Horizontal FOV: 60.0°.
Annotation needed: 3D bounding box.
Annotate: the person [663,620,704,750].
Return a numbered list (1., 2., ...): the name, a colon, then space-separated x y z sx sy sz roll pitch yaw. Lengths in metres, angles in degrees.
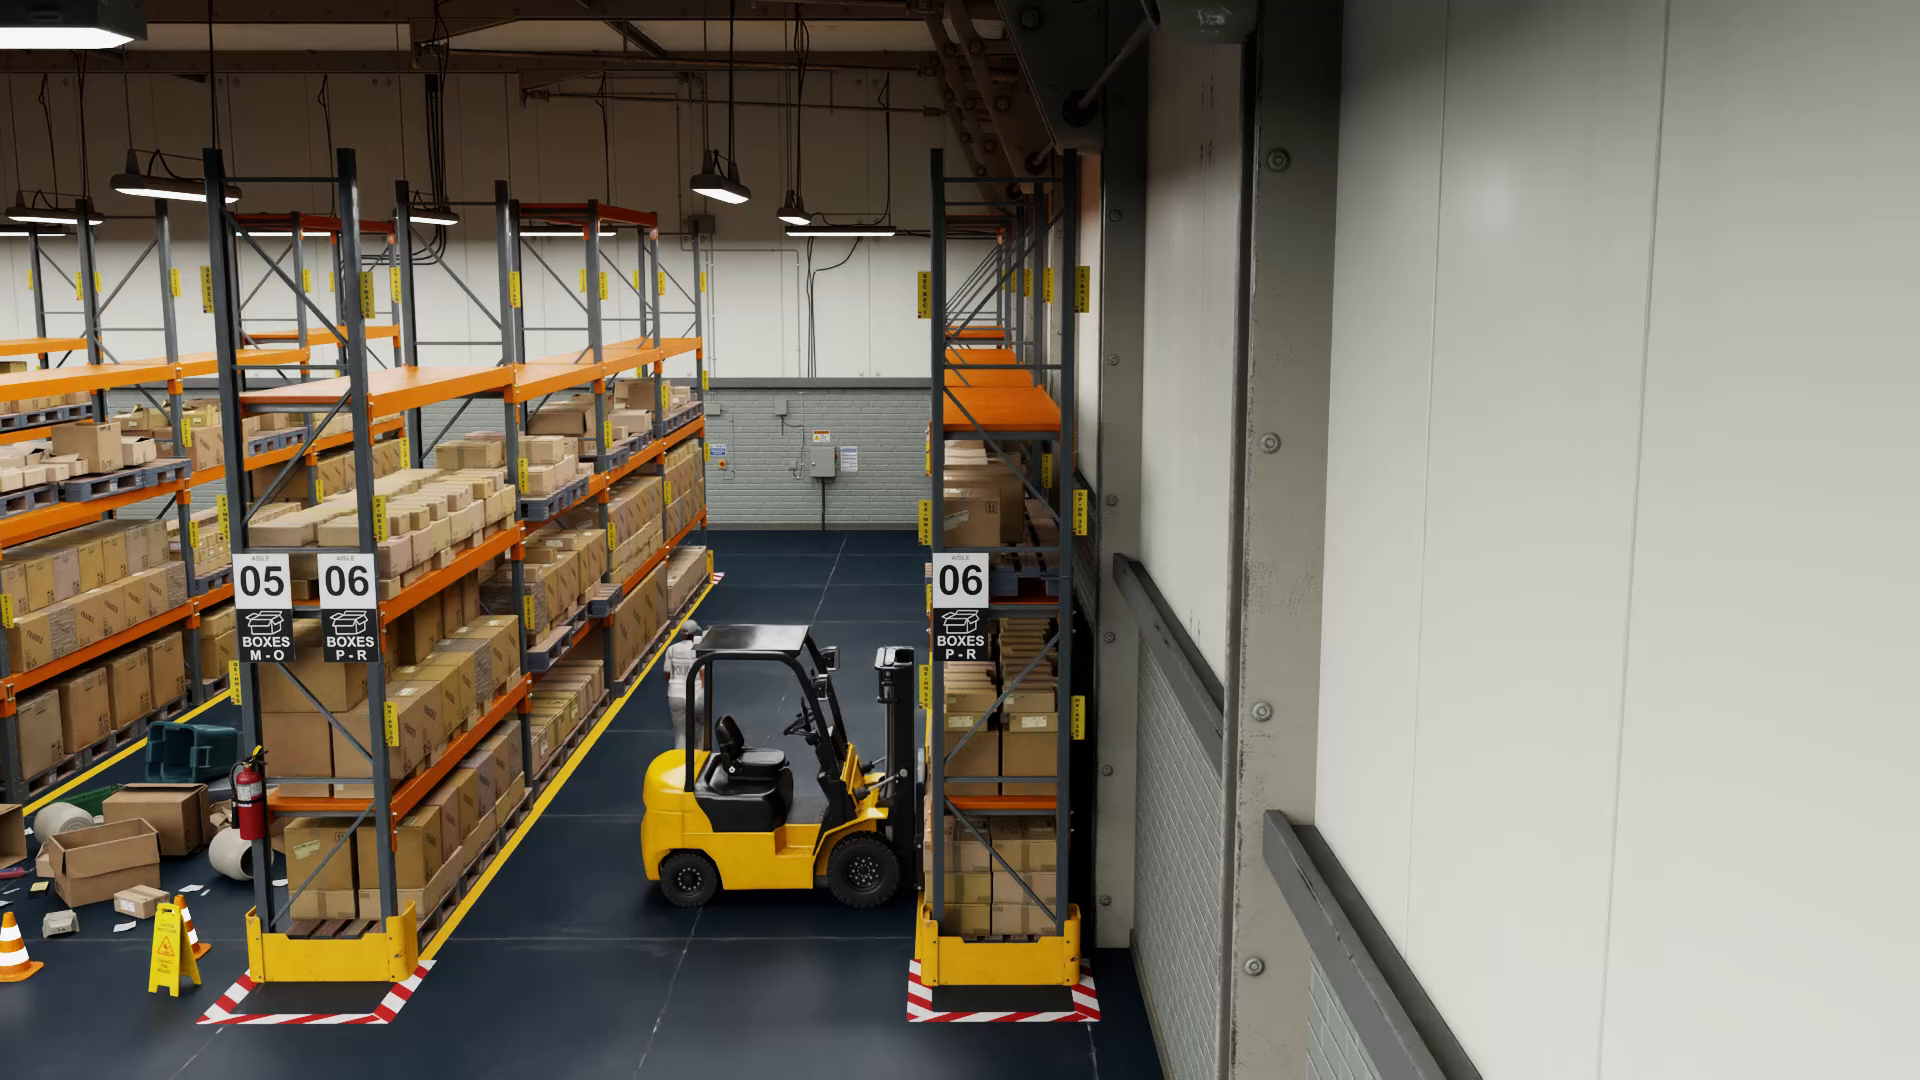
1. person: -2.806 1.673 17.157 0.526 1.681 0.806 0 9 -1
